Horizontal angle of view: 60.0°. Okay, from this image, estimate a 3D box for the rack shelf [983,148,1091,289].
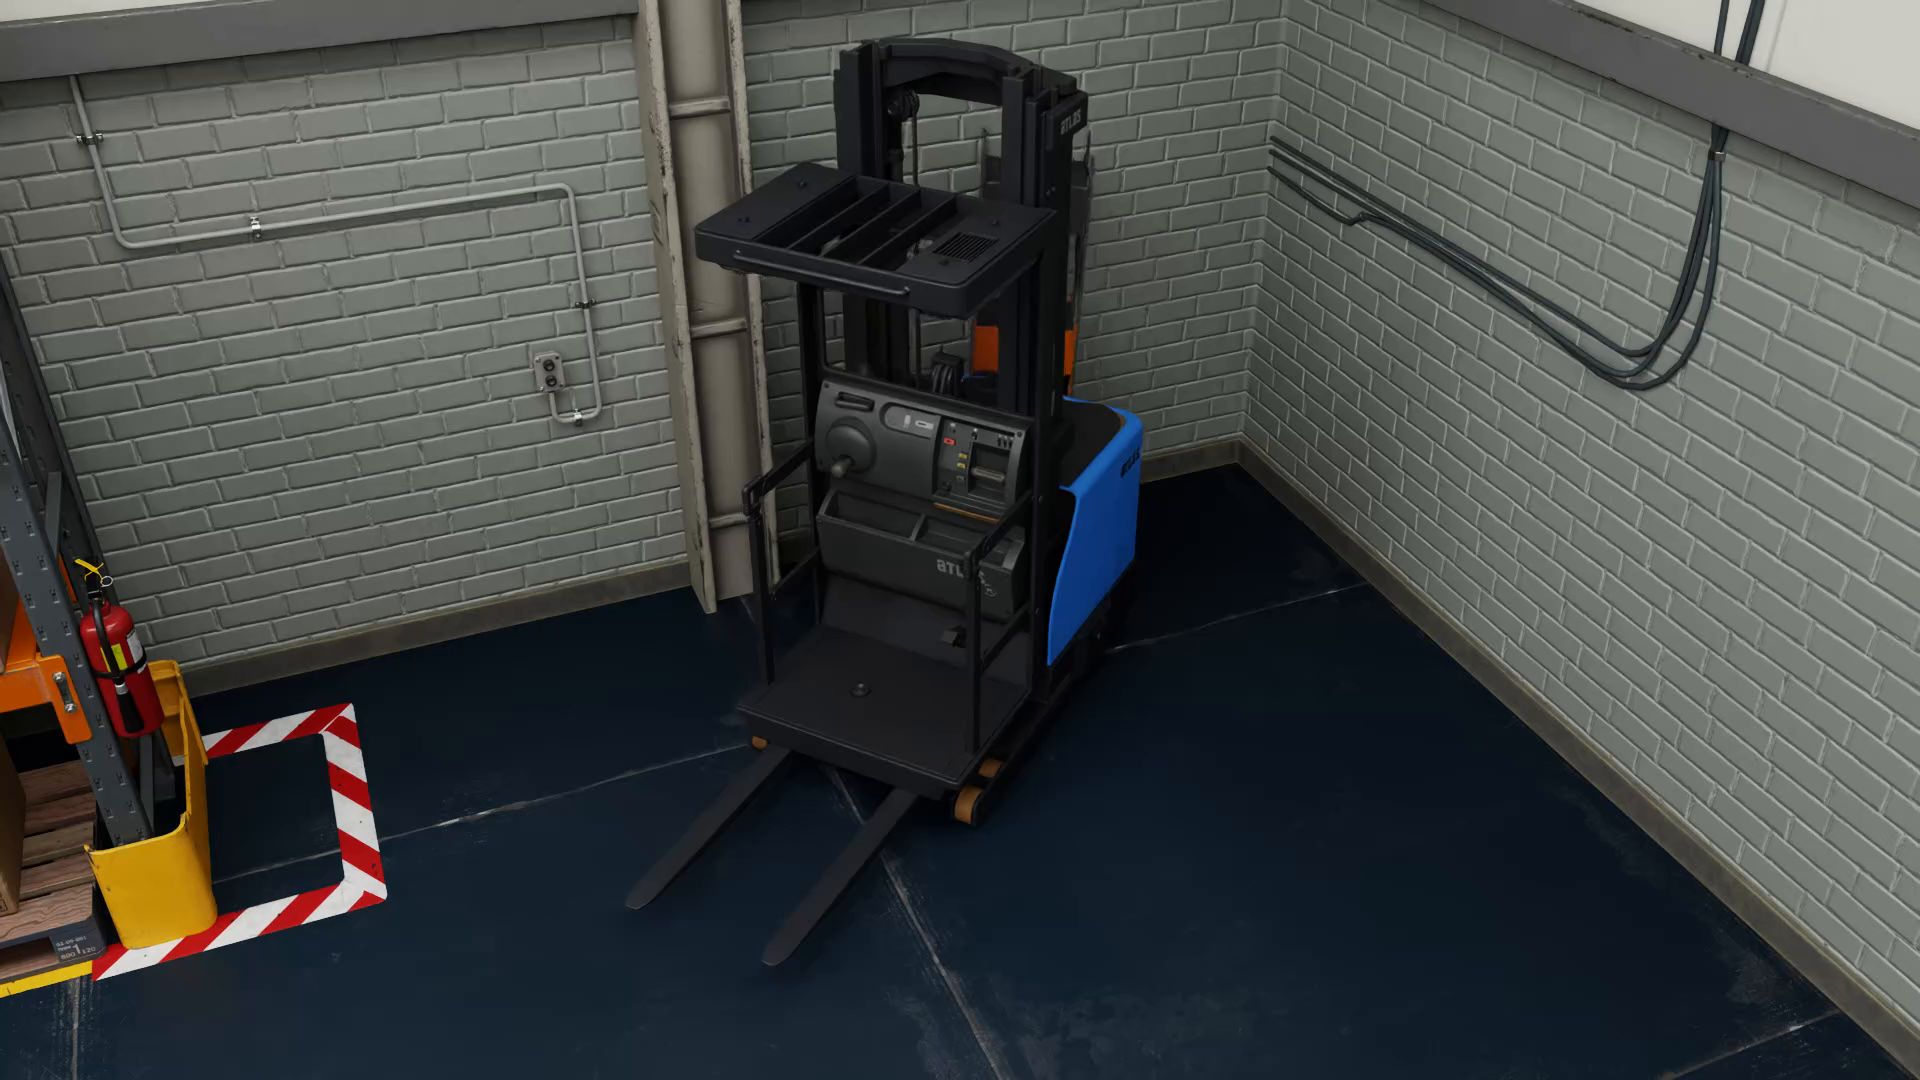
[{"bbox_3d":[0.339,-1.508,7.785,0.480,0.518,0.431,3,30,-1],"label":"rack shelf"}]

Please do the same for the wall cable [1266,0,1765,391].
[{"bbox_3d":[2.073,-2.234,6.780,0.112,2.526,3.097,-13,35,-19],"label":"wall cable"}]

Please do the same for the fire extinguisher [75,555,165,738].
[{"bbox_3d":[-2.963,0.382,5.825,0.183,0.674,0.296,-13,35,-19],"label":"fire extinguisher"}]

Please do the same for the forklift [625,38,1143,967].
[{"bbox_3d":[-0.265,-0.322,6.558,1.130,2.935,3.031,16,36,23],"label":"forklift"}]

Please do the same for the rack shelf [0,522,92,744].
[{"bbox_3d":[-5.125,0.717,5.557,4.000,0.370,1.077,-13,35,-19],"label":"rack shelf"}]

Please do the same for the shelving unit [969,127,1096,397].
[{"bbox_3d":[0.303,-0.912,8.123,0.503,2.100,0.431,3,30,-1],"label":"shelving unit"}]

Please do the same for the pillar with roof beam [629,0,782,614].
[{"bbox_3d":[0.541,-1.362,2.592,0.400,9.000,9.100,-13,35,-19],"label":"pillar with roof beam"}]

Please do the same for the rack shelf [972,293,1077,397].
[{"bbox_3d":[0.302,-0.900,8.130,0.480,0.518,0.431,3,30,-1],"label":"rack shelf"}]

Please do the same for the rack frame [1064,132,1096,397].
[{"bbox_3d":[0.546,-0.899,8.127,0.015,2.100,0.400,3,30,-1],"label":"rack frame"}]

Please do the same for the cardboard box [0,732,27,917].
[{"bbox_3d":[-3.887,1.063,6.273,0.500,0.500,0.700,-13,35,-19],"label":"cardboard box"}]

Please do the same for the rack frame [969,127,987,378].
[{"bbox_3d":[0.059,-0.925,8.120,0.015,2.100,0.400,3,30,-1],"label":"rack frame"}]

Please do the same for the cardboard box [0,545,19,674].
[{"bbox_3d":[-3.747,-0.020,5.755,0.700,0.700,0.980,-11,35,-17],"label":"cardboard box"}]

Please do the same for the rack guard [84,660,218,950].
[{"bbox_3d":[-3.258,1.036,6.700,0.348,0.500,1.175,-13,35,-19],"label":"rack guard"}]

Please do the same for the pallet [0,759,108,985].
[{"bbox_3d":[-3.988,1.370,6.451,1.213,0.211,1.003,-13,35,-19],"label":"pallet"}]

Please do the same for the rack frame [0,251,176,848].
[{"bbox_3d":[-3.281,-0.007,6.010,0.127,3.000,1.000,-13,35,-19],"label":"rack frame"}]

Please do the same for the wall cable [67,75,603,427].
[{"bbox_3d":[-2.466,-1.179,6.880,1.851,1.984,0.084,-13,35,-19],"label":"wall cable"}]
